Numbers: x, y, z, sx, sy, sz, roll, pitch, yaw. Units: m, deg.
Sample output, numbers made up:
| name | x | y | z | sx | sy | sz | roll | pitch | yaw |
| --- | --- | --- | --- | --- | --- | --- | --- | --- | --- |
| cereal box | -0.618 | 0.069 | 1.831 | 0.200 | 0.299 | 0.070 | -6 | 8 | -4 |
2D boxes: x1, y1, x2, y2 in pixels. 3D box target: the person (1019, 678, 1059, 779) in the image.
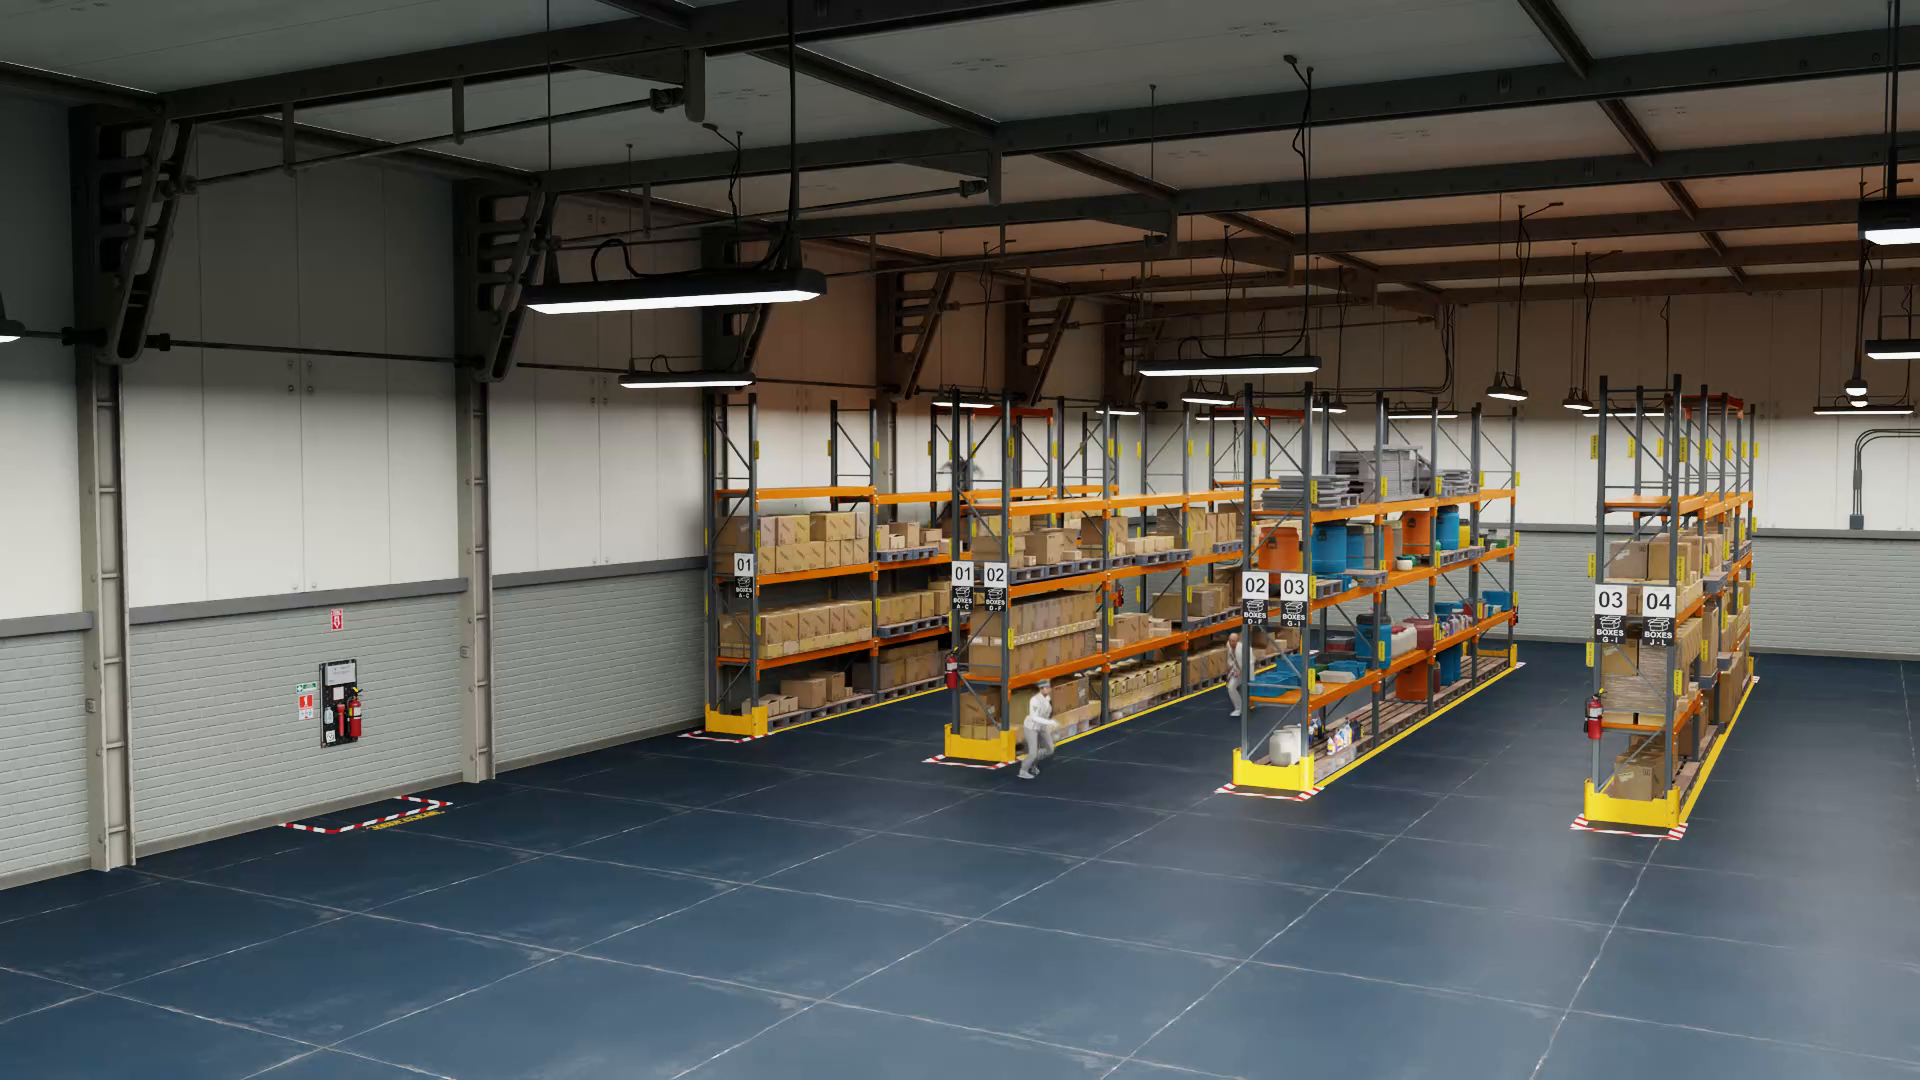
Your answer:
| name | x | y | z | sx | sy | sz | roll | pitch | yaw |
| --- | --- | --- | --- | --- | --- | --- | --- | --- | --- |
| person | 1.204 | 2.853 | 25.154 | 0.755 | 1.574 | 0.592 | 3 | 4 | 41 |

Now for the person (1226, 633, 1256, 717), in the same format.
| name | x | y | z | sx | sy | sz | roll | pitch | yaw |
| --- | --- | --- | --- | --- | --- | --- | --- | --- | --- |
| person | 5.405 | 2.512 | 31.435 | 0.692 | 1.586 | 1.147 | 3 | 4 | 41 |

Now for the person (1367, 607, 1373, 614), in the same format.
| name | x | y | z | sx | sy | sz | roll | pitch | yaw |
| --- | --- | --- | --- | --- | --- | --- | --- | --- | --- |
| person | 8.762 | 2.268 | 35.426 | 0.549 | 1.689 | 0.661 | 2 | 4 | 33 |

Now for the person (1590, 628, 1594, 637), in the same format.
| name | x | y | z | sx | sy | sz | roll | pitch | yaw |
| --- | --- | --- | --- | --- | --- | --- | --- | --- | --- |
| person | 13.595 | 2.288 | 35.103 | 0.534 | 1.626 | 0.823 | 2 | 3 | 27 |
